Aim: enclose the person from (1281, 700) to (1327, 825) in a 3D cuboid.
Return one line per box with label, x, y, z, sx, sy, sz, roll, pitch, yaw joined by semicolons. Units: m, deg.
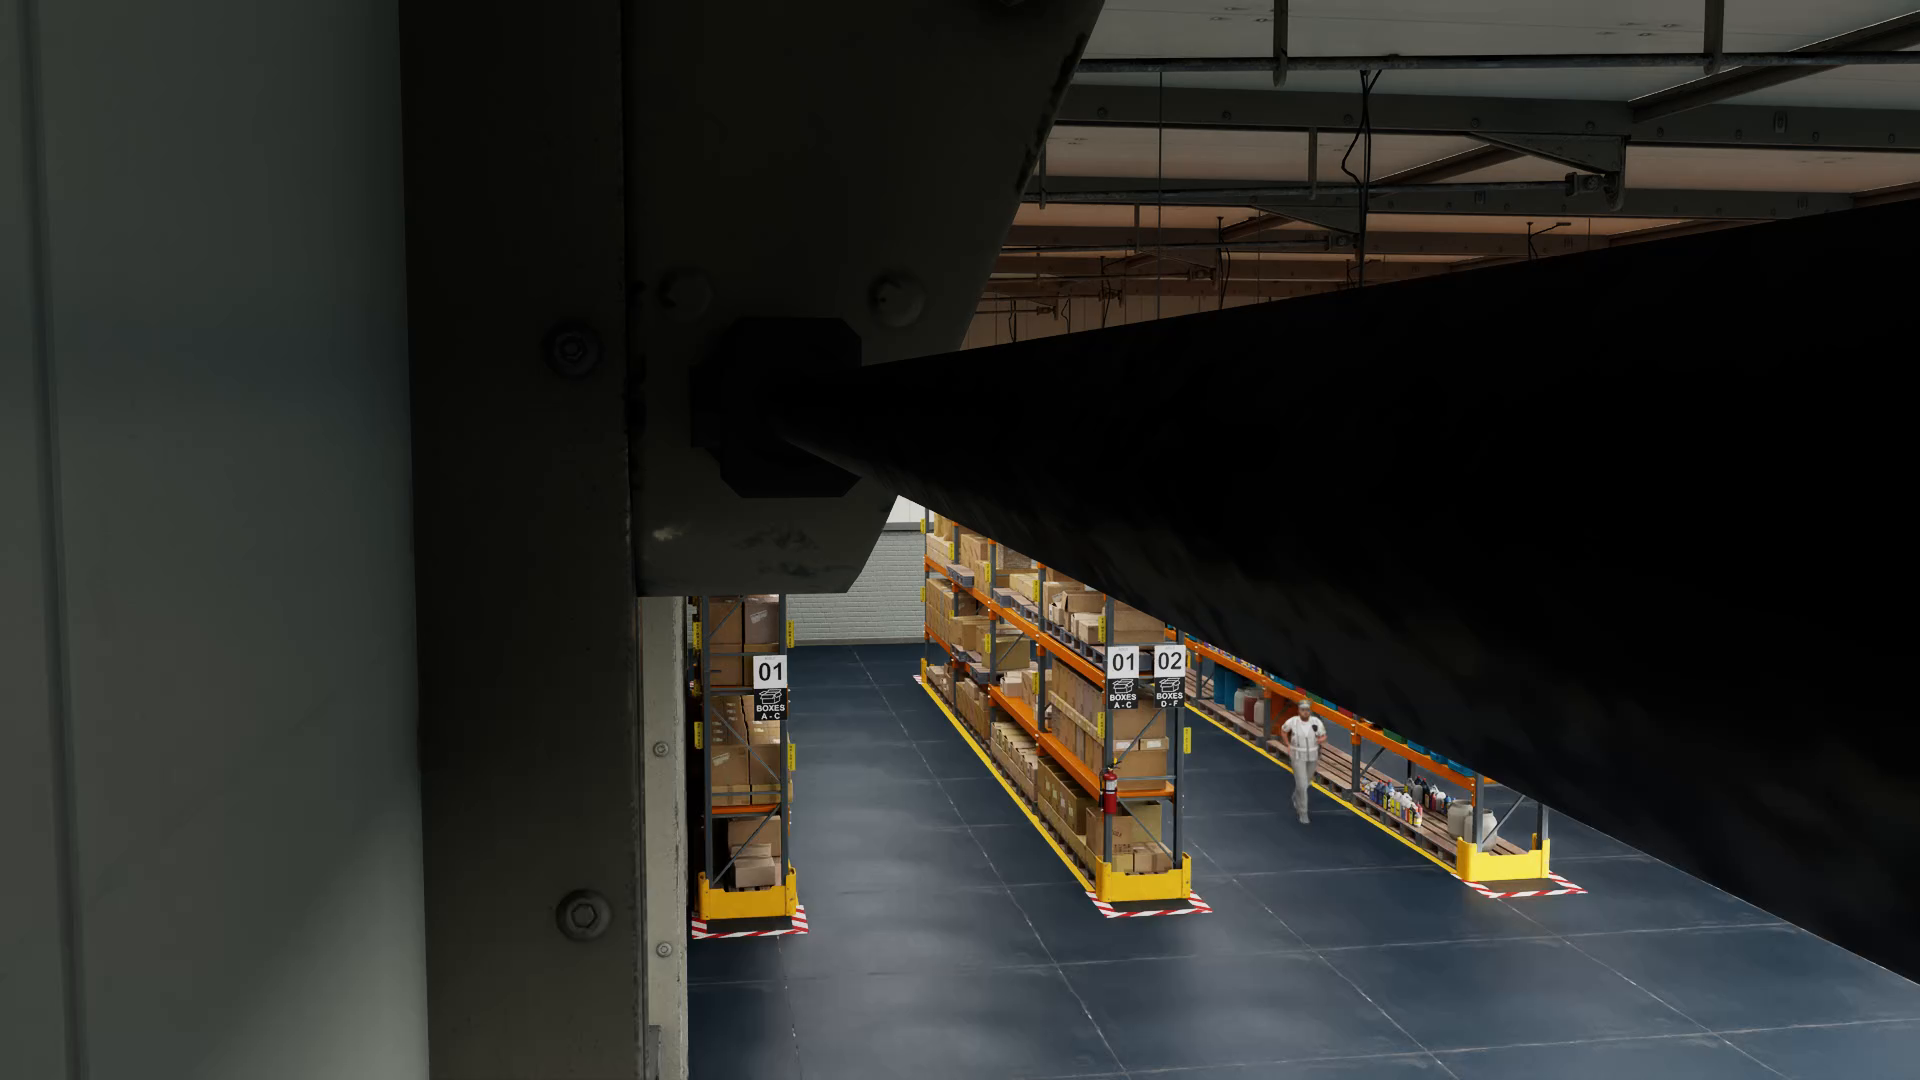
person;5.156;3.267;24.825;0.636;1.831;0.865;-1;5;-7
